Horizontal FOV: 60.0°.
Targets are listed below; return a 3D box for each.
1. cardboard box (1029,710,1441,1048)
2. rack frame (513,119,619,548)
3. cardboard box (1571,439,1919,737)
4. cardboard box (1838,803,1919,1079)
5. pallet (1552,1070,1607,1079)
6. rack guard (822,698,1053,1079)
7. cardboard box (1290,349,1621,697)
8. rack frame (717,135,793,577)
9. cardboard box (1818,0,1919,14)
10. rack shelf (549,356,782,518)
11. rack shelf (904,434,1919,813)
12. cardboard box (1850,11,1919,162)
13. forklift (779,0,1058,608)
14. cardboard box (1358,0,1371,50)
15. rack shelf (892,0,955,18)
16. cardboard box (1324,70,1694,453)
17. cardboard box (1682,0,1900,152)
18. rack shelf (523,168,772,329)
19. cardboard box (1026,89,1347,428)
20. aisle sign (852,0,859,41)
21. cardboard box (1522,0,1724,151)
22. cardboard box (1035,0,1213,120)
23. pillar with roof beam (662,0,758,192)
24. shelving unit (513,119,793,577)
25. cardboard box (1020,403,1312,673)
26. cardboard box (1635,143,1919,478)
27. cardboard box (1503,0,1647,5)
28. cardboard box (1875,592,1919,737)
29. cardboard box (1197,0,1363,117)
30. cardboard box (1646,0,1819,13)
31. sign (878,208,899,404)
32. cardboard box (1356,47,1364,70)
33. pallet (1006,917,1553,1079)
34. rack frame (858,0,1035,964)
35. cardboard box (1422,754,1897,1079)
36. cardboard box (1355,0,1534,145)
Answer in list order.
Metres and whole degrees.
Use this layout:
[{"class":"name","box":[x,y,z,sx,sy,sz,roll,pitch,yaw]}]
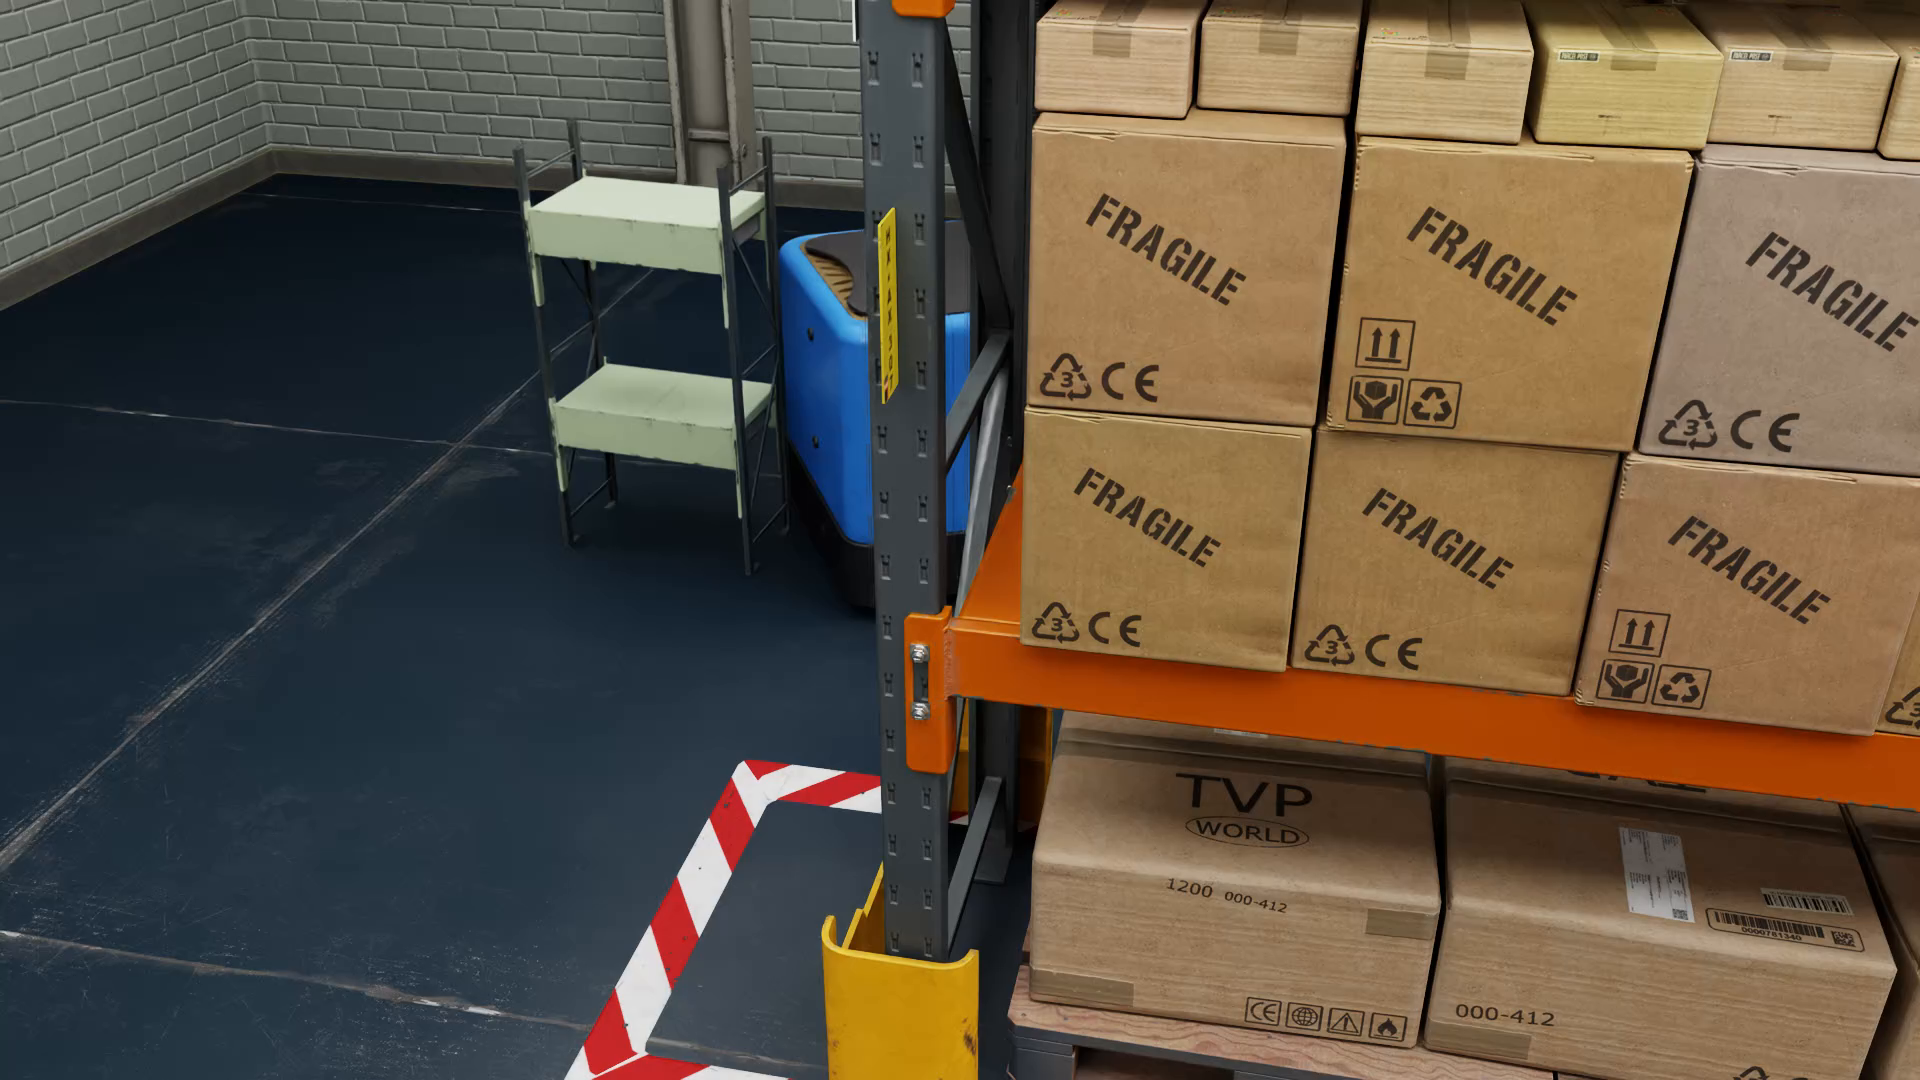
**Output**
[{"class":"cardboard box","box":[0.665,0.711,4.059,0.875,0.438,0.875,5,29,9]},{"class":"rack frame","box":[-1.407,-0.721,6.005,0.023,1.500,0.400,8,30,15]},{"class":"cardboard box","box":[1.402,-0.012,3.044,0.500,0.500,0.500,6,29,10]},{"class":"cardboard box","box":[2.443,0.890,3.732,0.875,0.438,0.875,5,29,9]},{"class":"pallet","box":[1.986,1.142,3.944,1.213,0.211,1.003,6,29,11]},{"class":"rack guard","box":[-0.025,0.846,4.184,0.348,0.500,1.175,6,29,11]},{"class":"cardboard box","box":[0.908,-0.071,3.152,0.500,0.500,0.500,5,29,10]},{"class":"rack frame","box":[-0.706,-0.618,5.817,0.023,1.500,0.400,8,30,15]},{"class":"cardboard box","box":[1.650,-0.971,3.079,0.250,0.149,0.380,7,29,12]},{"class":"rack shelf","box":[-1.056,-0.383,6.068,0.720,0.370,0.431,8,30,15]},{"class":"rack shelf","box":[1.954,0.268,3.386,4.000,0.370,1.077,6,29,11]},{"class":"cardboard box","box":[1.553,-0.712,2.607,0.250,0.149,0.380,6,29,11]},{"class":"forklift","box":[0.907,-1.444,5.835,3.031,2.935,1.130,-9,30,-16]},{"class":"cardboard box","box":[0.914,-1.072,3.265,0.250,0.149,0.380,6,29,10]},{"class":"rack shelf","box":[1.954,-1.048,2.665,4.000,0.370,1.077,6,29,11]},{"class":"cardboard box","box":[0.915,-0.500,2.894,0.500,0.500,0.500,5,29,9]},{"class":"cardboard box","box":[1.318,-0.757,2.689,0.250,0.149,0.380,6,29,11]},{"class":"rack shelf","box":[-1.056,-1.012,5.724,0.720,0.370,0.431,8,30,15]},{"class":"cardboard box","box":[0.408,-0.549,2.983,0.500,0.500,0.500,5,29,9]},{"class":"aisle sign","box":[-0.133,-1.259,2.720,0.004,0.787,0.394,6,29,11]},{"class":"cardboard box","box":[1.050,-0.759,2.691,0.250,0.149,0.380,5,29,9]},{"class":"cardboard box","box":[0.288,-0.849,2.857,0.250,0.149,0.380,6,29,12]},{"class":"pillar with roof beam","box":[-2.316,-3.883,3.972,0.400,9.000,9.100,6,29,11]},{"class":"shelving unit","box":[-1.056,-0.669,5.911,0.755,1.500,0.431,8,30,15]},{"class":"cardboard box","box":[0.408,-0.109,3.221,0.500,0.500,0.500,6,29,10]},{"class":"cardboard box","box":[1.420,-0.452,2.807,0.500,0.500,0.500,6,29,10]},{"class":"cardboard box","box":[1.152,-1.028,3.183,0.250,0.149,0.380,7,29,12]},{"class":"cardboard box","box":[1.895,0.031,2.966,0.500,0.500,0.500,7,29,12]},{"class":"cardboard box","box":[0.559,-0.856,2.870,0.250,0.149,0.380,7,29,12]},{"class":"cardboard box","box":[1.393,-0.968,3.074,0.250,0.149,0.380,6,29,10]},{"class":"sign","box":[-0.124,-0.402,2.878,0.005,0.325,0.100,6,29,11]},{"class":"cardboard box","box":[1.037,-0.755,3.361,0.500,0.500,0.500,6,29,11]},{"class":"pallet","box":[0.797,1.019,4.170,1.213,0.211,1.003,6,29,11]},{"class":"rack frame","box":[-0.002,-0.248,3.579,0.127,3.000,1.000,6,29,11]},{"class":"cardboard box","box":[1.561,0.799,3.898,0.875,0.438,0.875,7,29,12]},{"class":"cardboard box","box":[0.789,-0.777,2.724,0.250,0.149,0.380,7,29,12]}]
